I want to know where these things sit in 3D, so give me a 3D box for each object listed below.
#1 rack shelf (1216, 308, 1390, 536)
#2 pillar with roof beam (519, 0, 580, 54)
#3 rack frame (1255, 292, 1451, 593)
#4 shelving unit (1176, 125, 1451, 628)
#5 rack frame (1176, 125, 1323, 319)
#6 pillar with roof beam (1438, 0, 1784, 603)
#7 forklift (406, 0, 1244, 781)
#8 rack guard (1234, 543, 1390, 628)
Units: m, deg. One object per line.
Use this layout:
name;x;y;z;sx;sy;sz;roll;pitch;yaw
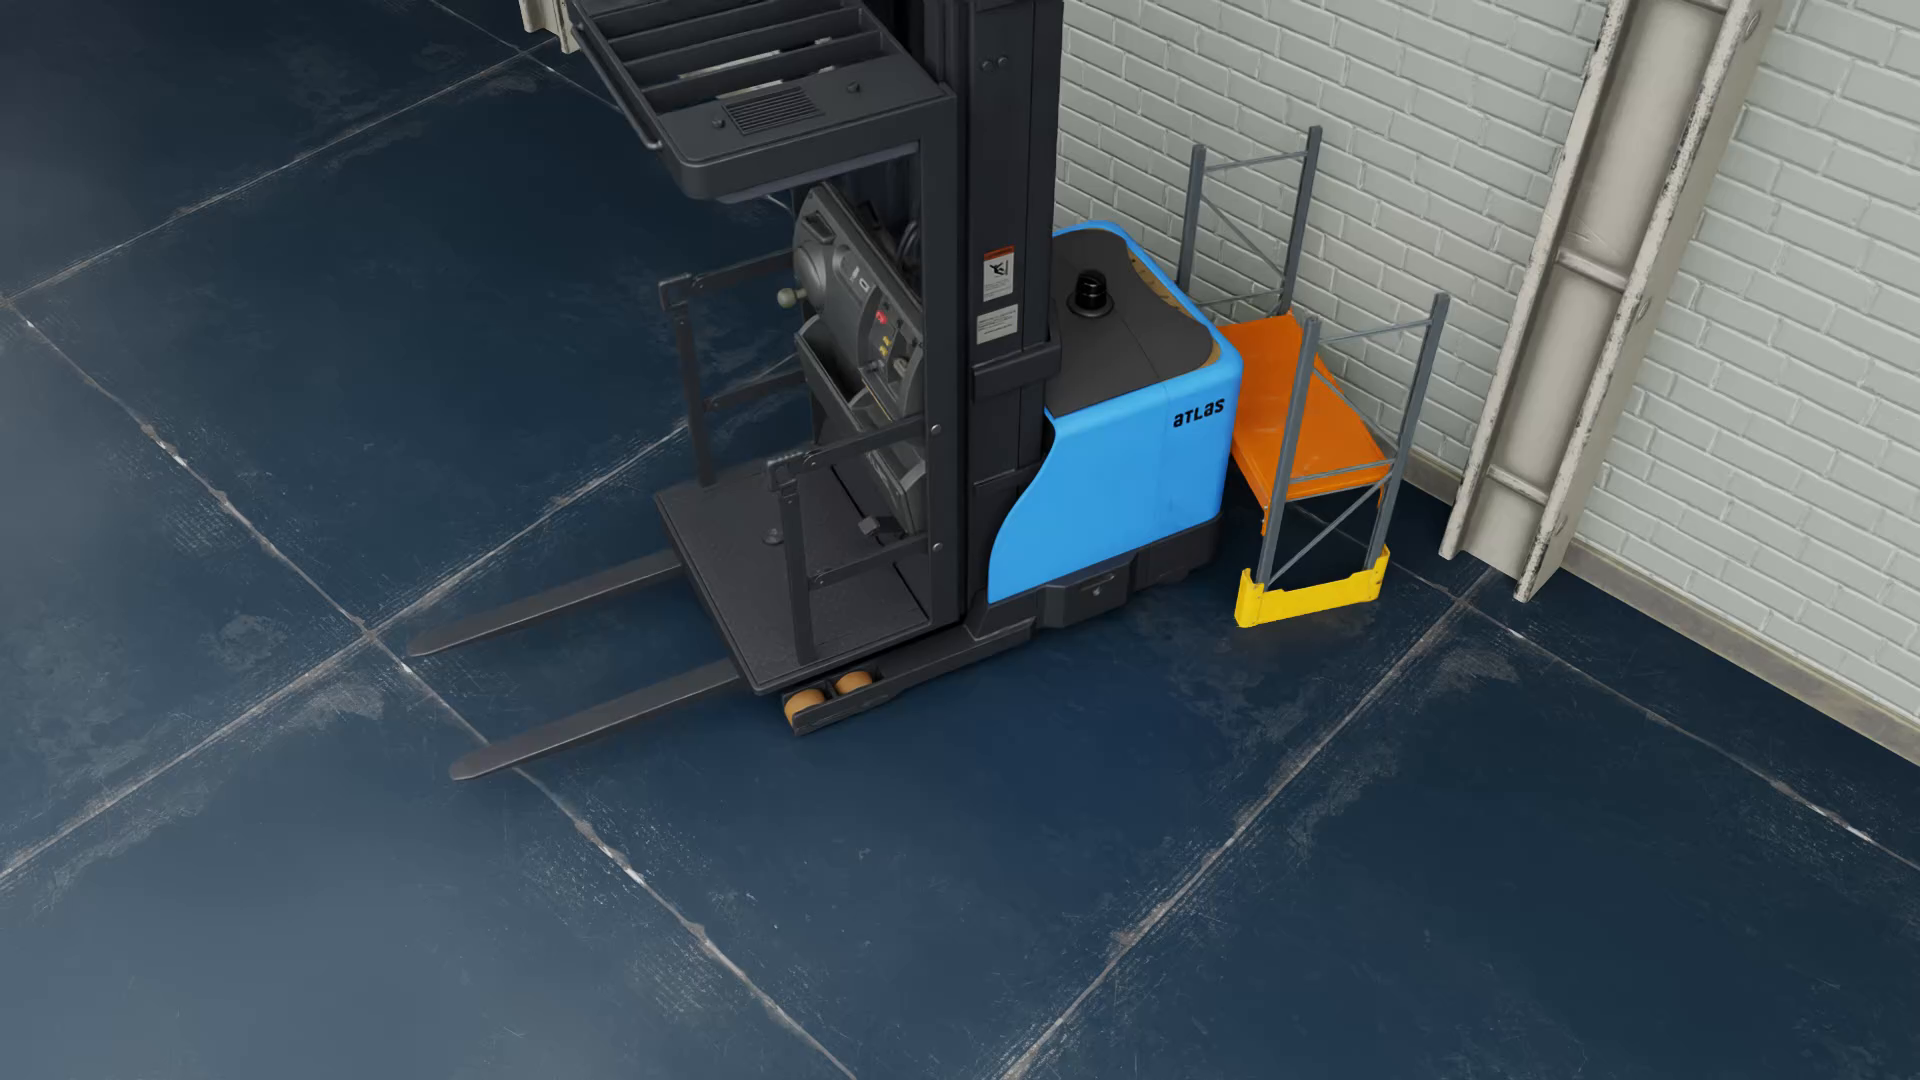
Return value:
rack shelf;1.226;-0.477;6.416;0.538;0.185;1.000;-11;48;-11
pillar with roof beam;-5.156;-3.671;4.024;0.400;9.000;9.100;34;55;28
rack frame;1.362;-0.243;5.949;0.500;1.500;0.032;-11;48;-11
shelving unit;1.223;-0.606;6.291;0.587;1.500;1.083;-11;48;-11
rack frame;1.090;-0.957;6.620;0.500;1.500;0.032;-11;48;-11
pillar with roof beam;-0.747;-0.704;1.238;0.400;9.000;9.100;34;55;28
forklift;-0.526;-0.741;5.435;3.031;2.935;1.130;-20;50;-18
rack guard;1.357;0.171;6.418;0.587;0.250;0.087;-11;48;-11
